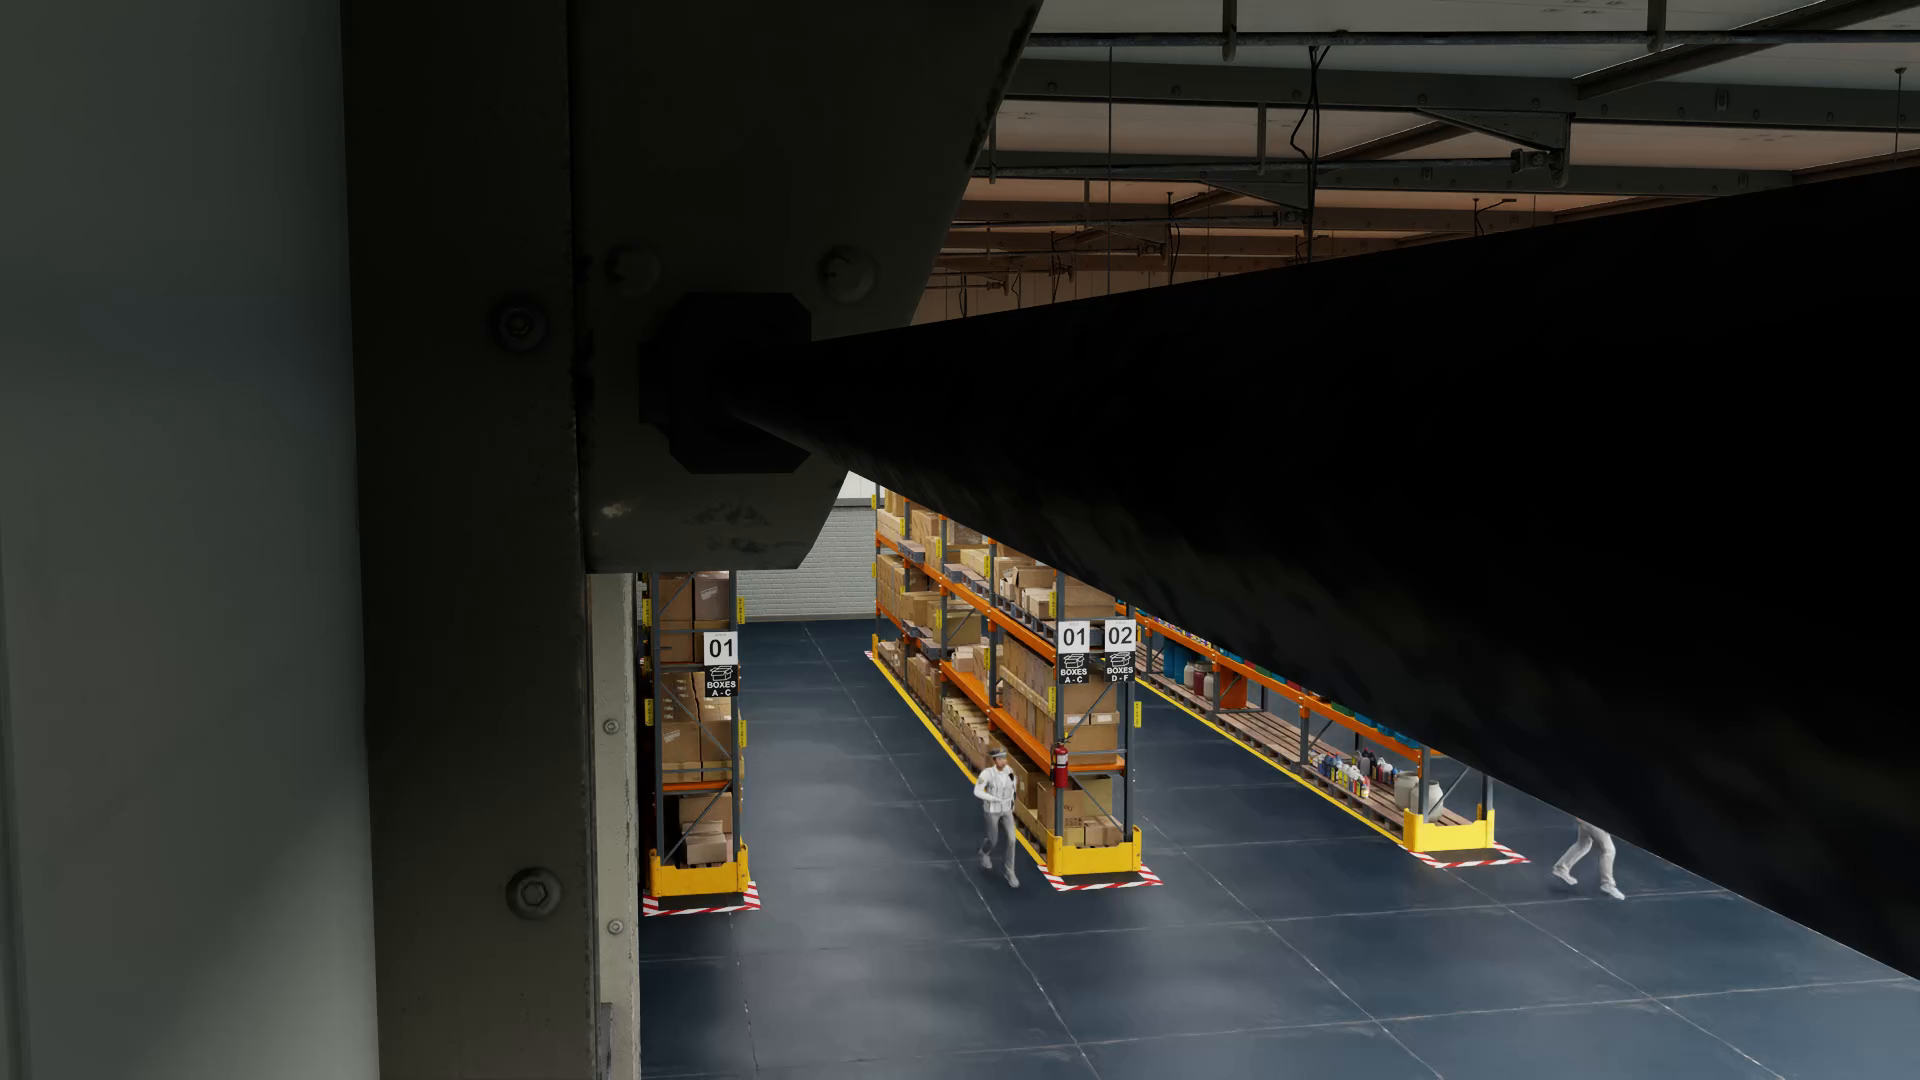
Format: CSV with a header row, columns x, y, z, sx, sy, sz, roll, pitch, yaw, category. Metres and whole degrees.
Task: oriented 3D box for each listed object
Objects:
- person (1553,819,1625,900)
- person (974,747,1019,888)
x,y,z,sx,sy,sz,roll,pitch,yaw,category
7.622,3.379,20.086,0.834,1.819,0.635,2,6,22,person
0.465,3.381,20.649,0.651,1.704,0.896,-2,6,-23,person
